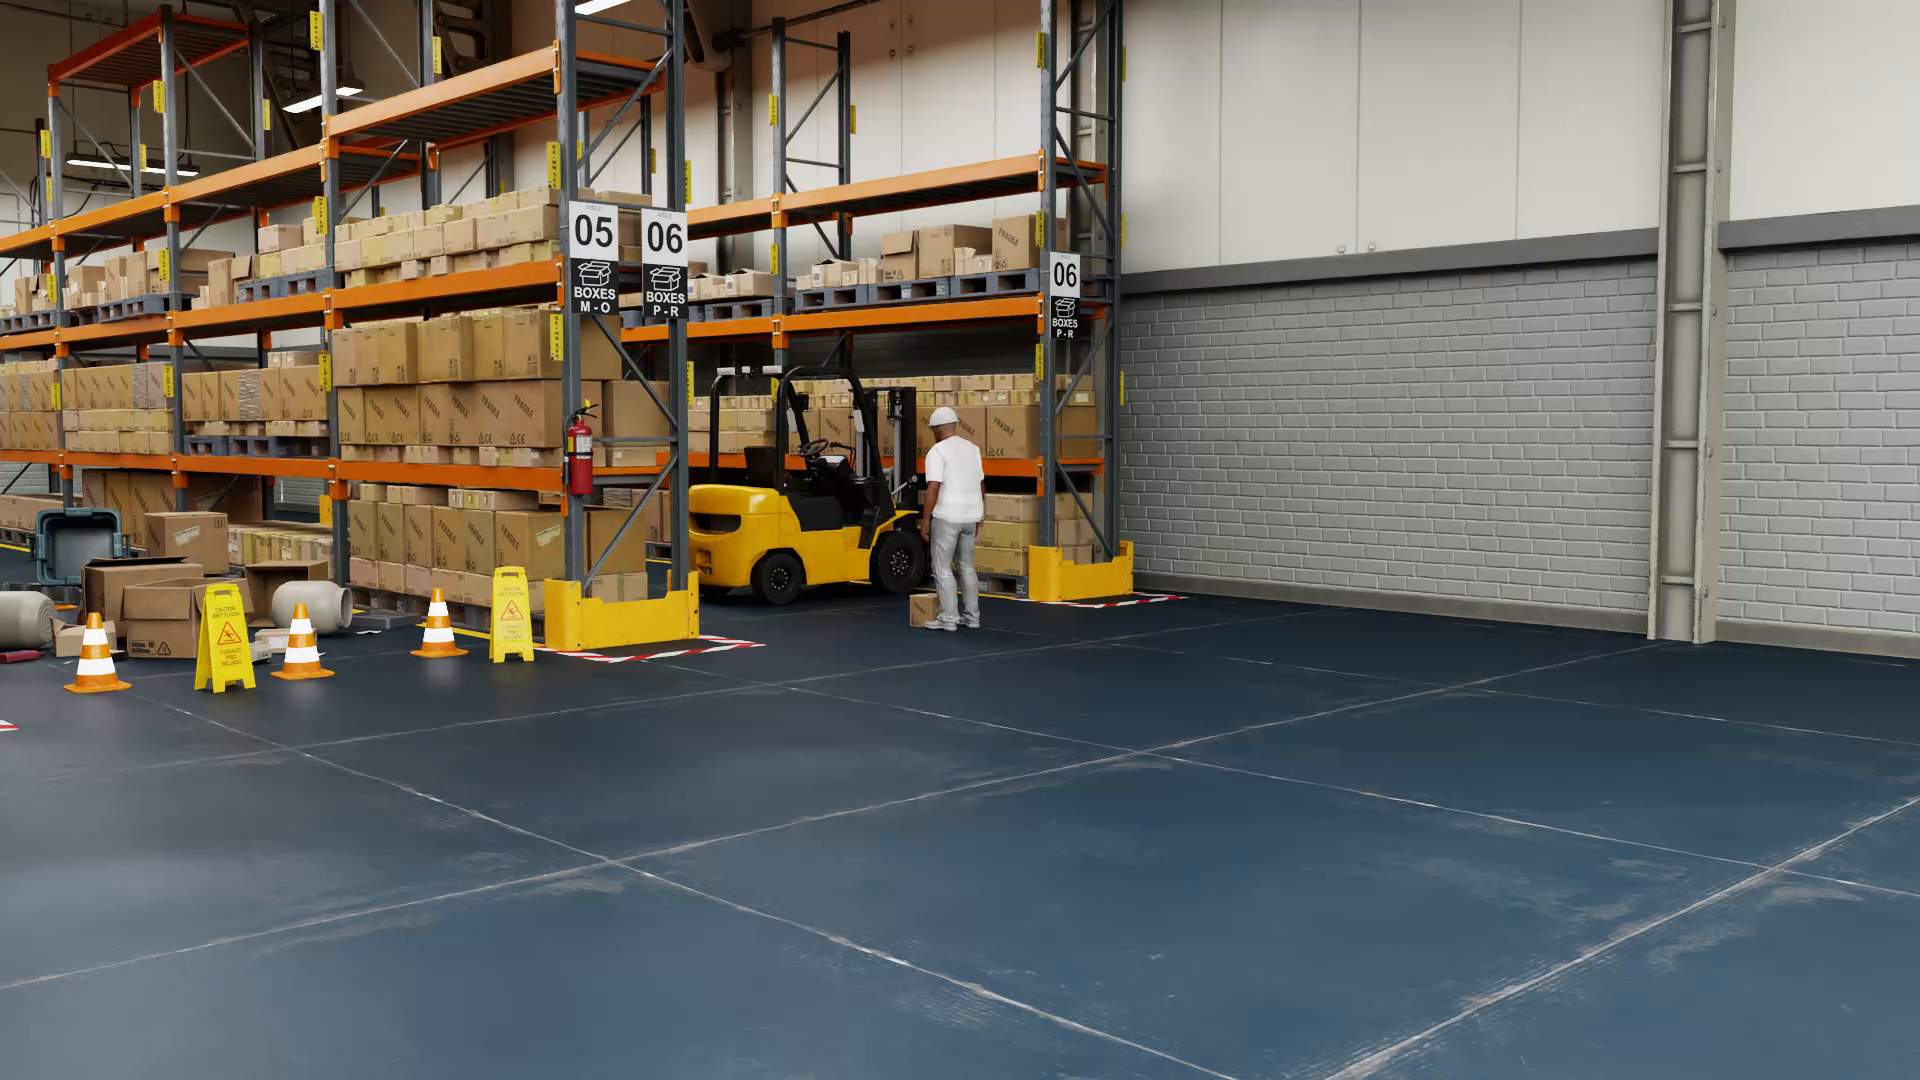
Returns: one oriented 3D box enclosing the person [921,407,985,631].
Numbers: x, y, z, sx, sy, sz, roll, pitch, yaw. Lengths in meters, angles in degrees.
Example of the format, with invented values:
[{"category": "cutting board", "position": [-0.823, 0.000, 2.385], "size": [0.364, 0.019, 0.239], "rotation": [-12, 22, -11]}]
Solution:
[{"category": "person", "position": [-0.066, -0.172, 13.185], "size": [0.629, 1.761, 0.462], "rotation": [-4, 5, -44]}]
